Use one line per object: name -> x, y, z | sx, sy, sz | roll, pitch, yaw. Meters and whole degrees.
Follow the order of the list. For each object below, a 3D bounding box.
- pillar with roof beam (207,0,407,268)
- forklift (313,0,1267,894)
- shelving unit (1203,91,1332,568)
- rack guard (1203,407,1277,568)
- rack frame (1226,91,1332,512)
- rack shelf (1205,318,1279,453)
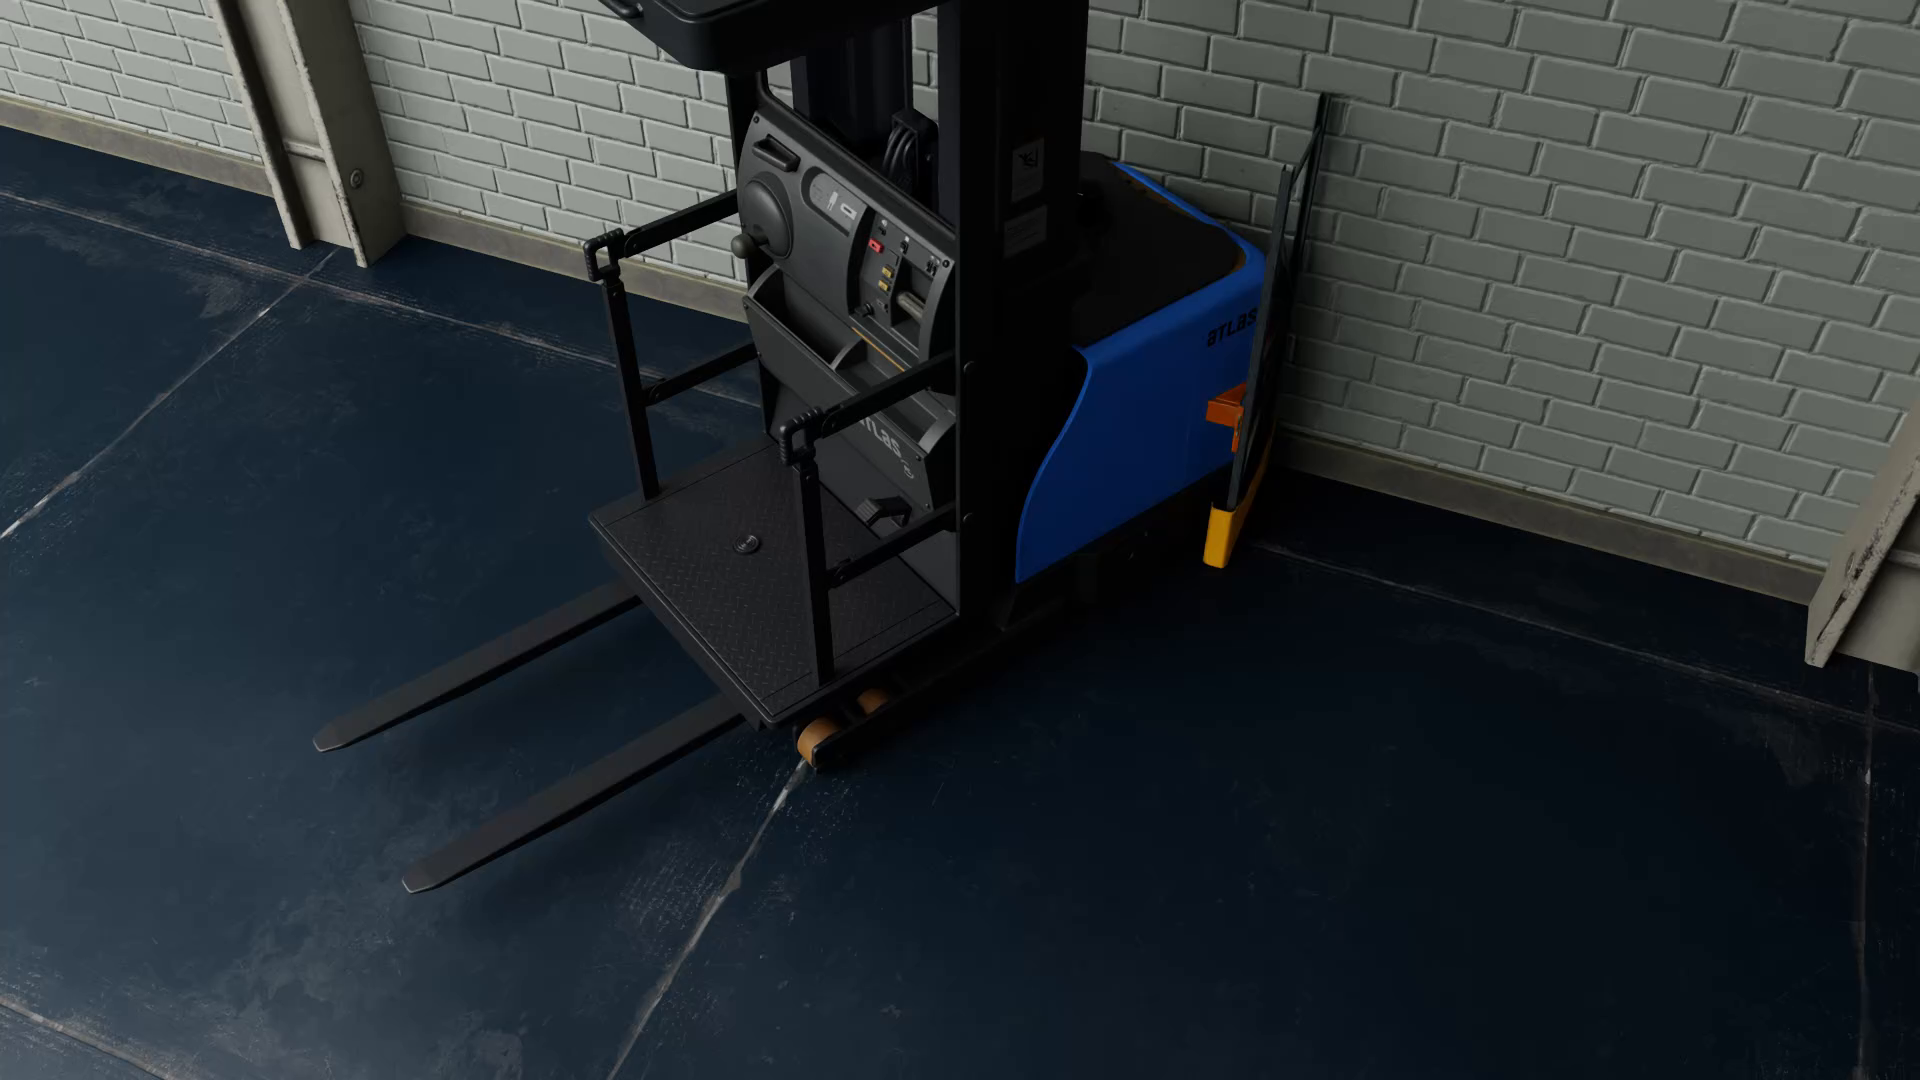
pillar with roof beam -> -4.232, -1.667, 1.046 | 0.400, 9.000, 9.100 | 16, 47, 16
forklift -> -0.491, -0.769, 4.445 | 3.031, 2.935, 1.130 | -29, 52, -26
shelving unit -> 0.518, -0.776, 5.467 | 1.083, 1.500, 0.587 | 16, 45, 15
rack guard -> 0.972, -0.188, 5.762 | 0.087, 0.250, 0.587 | 16, 45, 15
rack frame -> 0.997, -0.638, 5.329 | 0.032, 1.500, 0.500 | 16, 45, 15
rack shelf -> 0.524, -0.642, 5.588 | 1.000, 0.185, 0.538 | 16, 45, 15
